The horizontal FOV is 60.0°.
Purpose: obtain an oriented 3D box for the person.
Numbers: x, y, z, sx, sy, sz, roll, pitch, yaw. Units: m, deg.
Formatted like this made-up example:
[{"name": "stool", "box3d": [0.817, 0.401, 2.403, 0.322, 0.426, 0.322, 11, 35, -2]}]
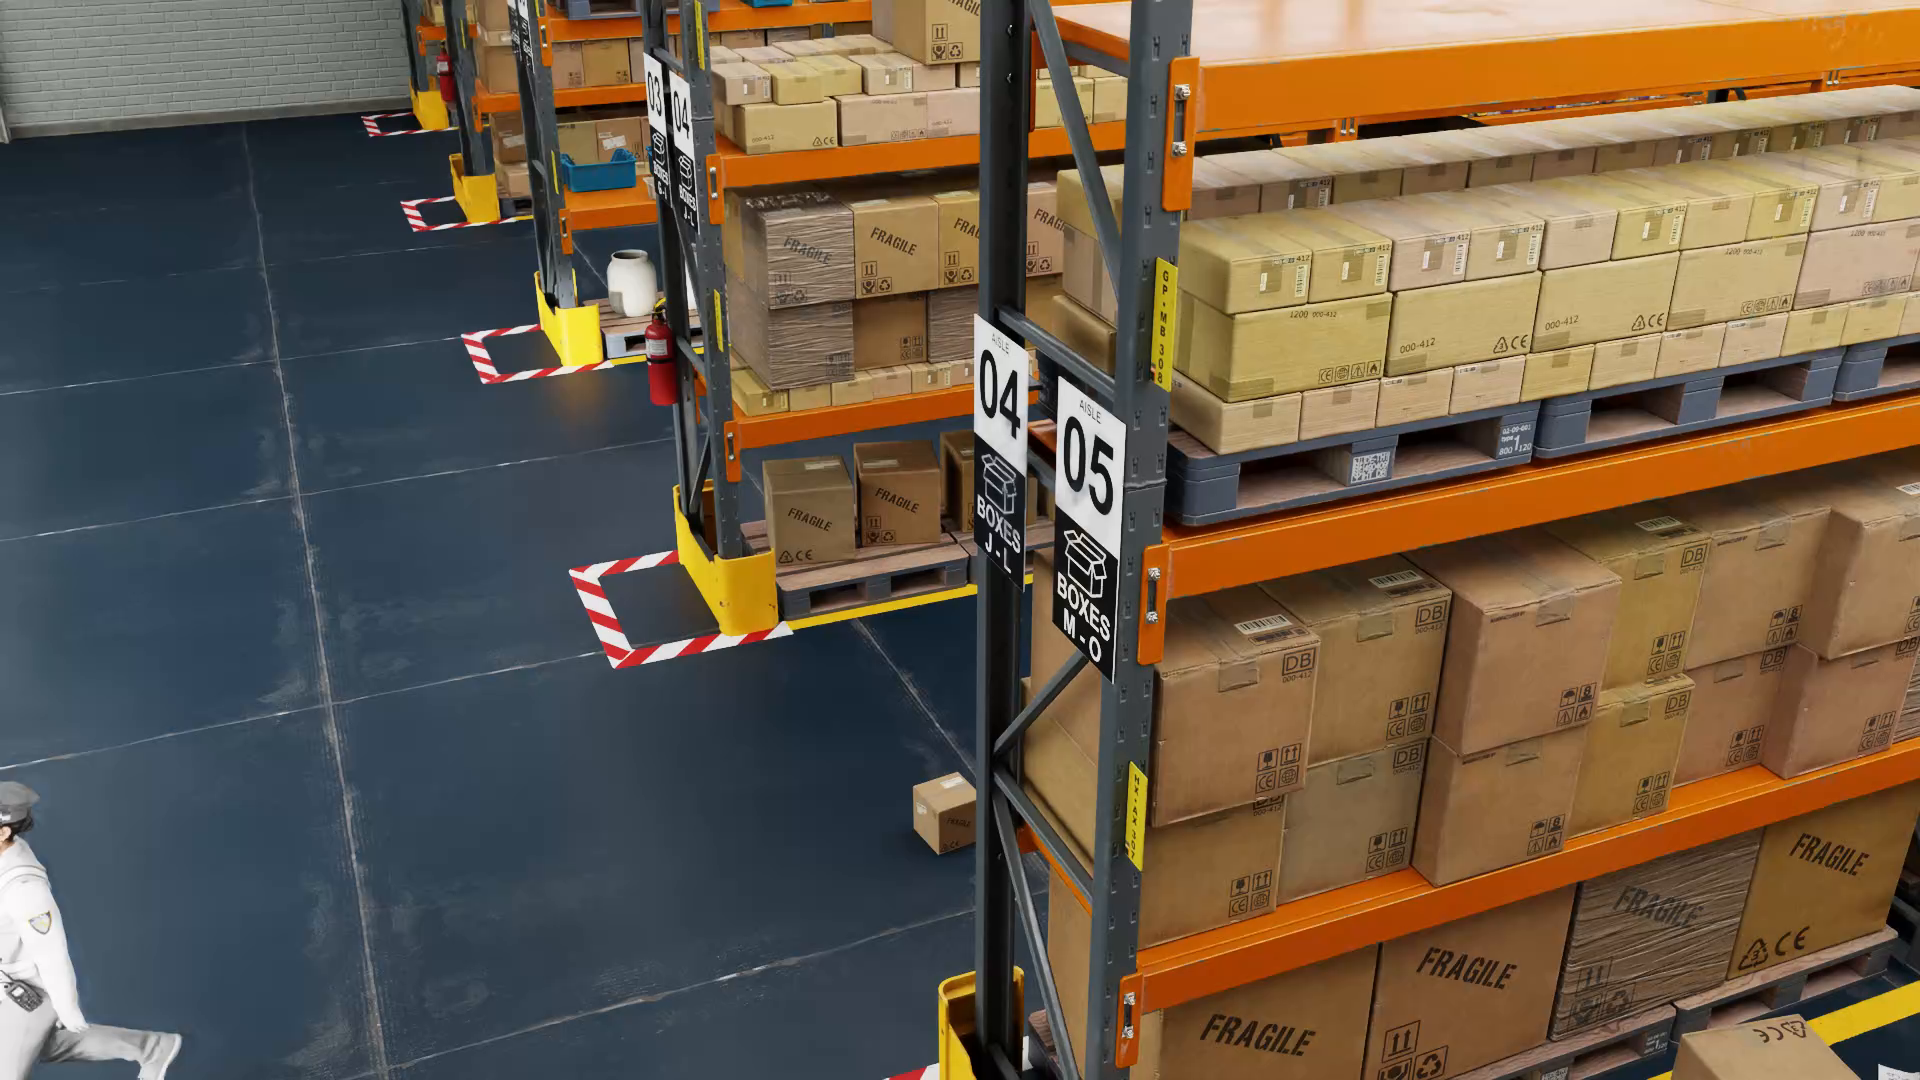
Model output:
[{"name": "person", "box3d": [-3.272, 1.550, 5.889, 0.818, 1.656, 0.471, -20, 32, -34]}]
